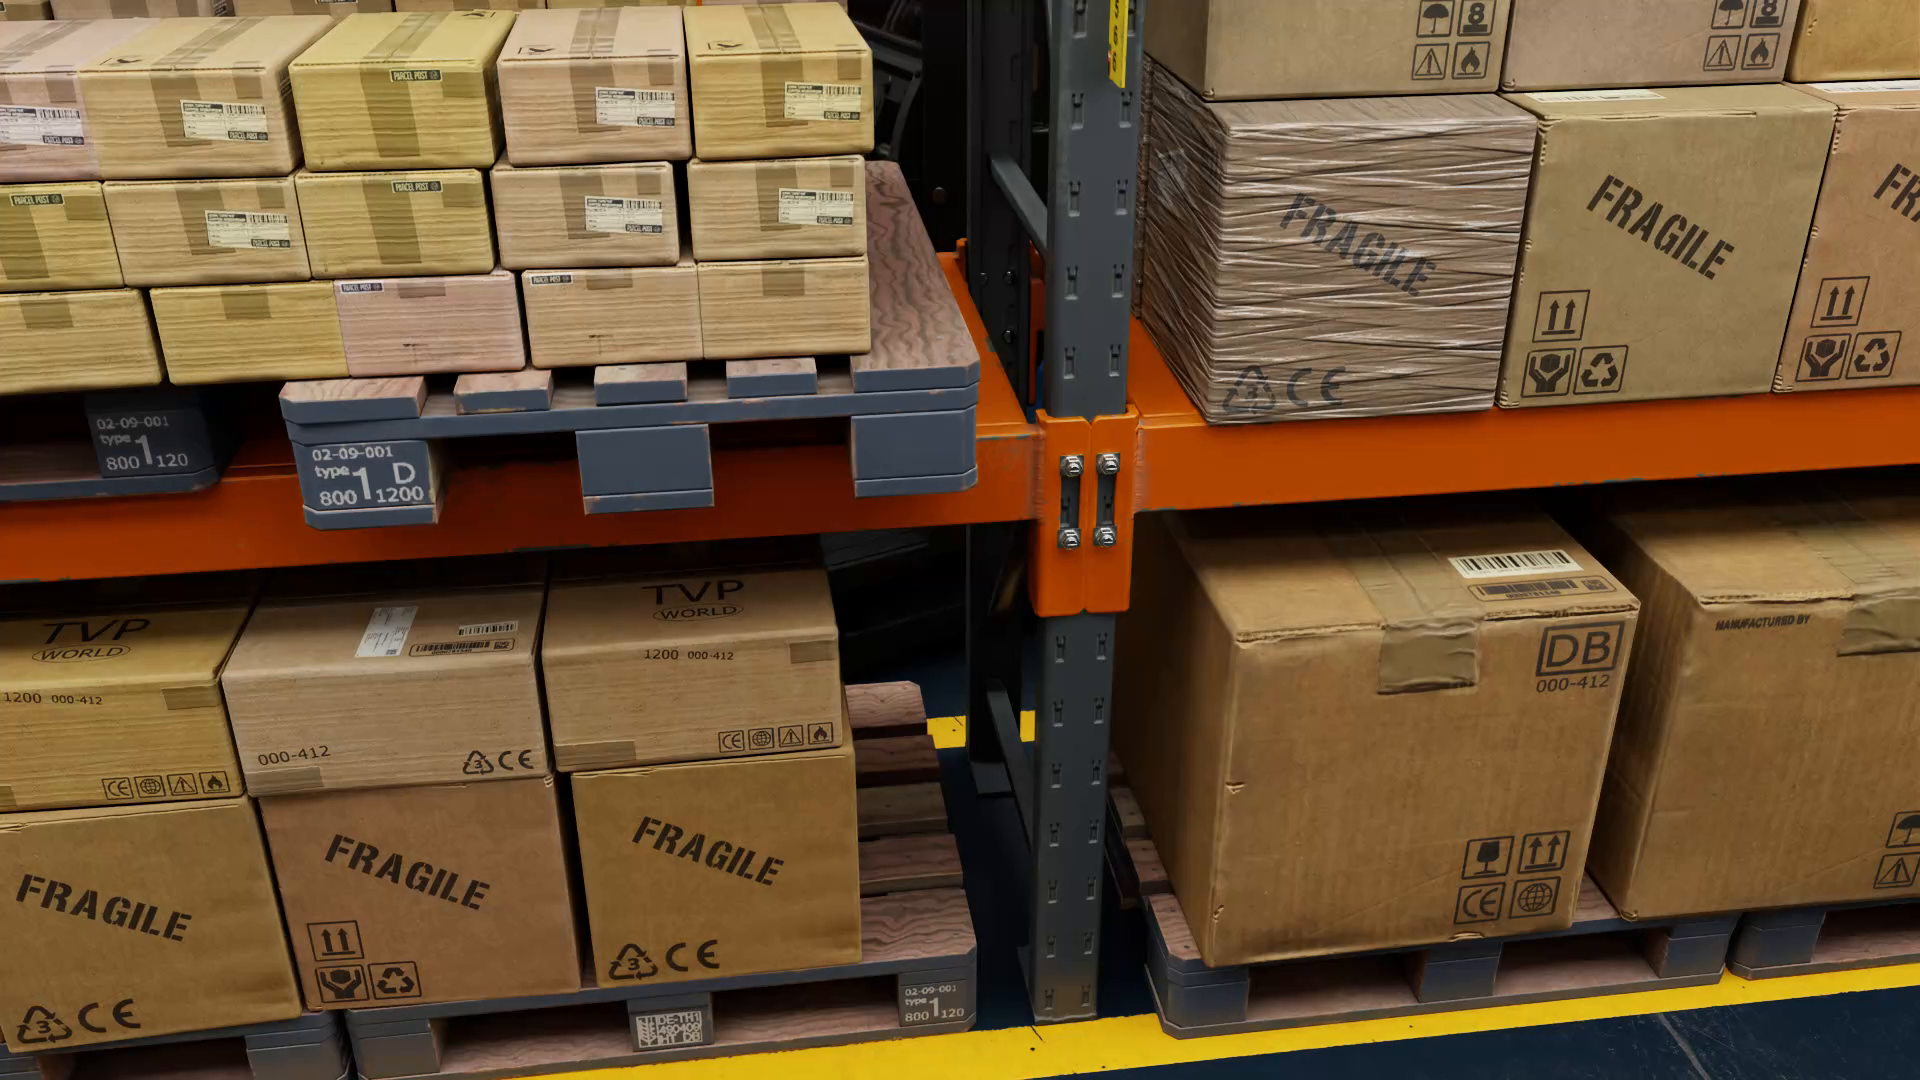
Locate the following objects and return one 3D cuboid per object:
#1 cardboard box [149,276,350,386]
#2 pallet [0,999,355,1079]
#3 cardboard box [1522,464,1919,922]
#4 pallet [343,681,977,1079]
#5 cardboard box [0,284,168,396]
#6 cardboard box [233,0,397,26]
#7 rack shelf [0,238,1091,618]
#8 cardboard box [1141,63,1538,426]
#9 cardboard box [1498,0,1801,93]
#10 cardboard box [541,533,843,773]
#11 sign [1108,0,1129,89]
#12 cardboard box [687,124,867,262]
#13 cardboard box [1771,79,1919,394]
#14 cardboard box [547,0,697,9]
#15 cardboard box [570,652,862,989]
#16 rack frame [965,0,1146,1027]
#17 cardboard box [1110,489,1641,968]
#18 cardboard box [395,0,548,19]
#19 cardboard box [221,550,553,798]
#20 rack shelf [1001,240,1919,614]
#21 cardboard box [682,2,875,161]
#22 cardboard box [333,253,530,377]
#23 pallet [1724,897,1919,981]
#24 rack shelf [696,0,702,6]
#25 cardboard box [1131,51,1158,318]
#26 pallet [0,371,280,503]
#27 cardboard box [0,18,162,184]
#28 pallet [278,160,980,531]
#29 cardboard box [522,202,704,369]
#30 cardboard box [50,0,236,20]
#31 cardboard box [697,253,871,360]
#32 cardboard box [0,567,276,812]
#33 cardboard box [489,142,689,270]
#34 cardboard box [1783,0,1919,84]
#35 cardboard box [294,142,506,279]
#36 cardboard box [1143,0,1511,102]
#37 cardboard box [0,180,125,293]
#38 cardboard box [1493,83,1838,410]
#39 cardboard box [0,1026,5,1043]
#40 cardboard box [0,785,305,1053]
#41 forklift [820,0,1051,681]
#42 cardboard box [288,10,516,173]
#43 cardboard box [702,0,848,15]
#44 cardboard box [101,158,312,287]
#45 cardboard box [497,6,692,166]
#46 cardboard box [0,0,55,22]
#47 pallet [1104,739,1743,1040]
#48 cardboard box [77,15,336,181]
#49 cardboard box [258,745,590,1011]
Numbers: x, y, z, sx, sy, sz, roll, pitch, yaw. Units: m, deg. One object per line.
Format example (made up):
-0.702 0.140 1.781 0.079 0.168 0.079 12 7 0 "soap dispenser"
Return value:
-1.028 -0.376 2.513 0.250 0.149 0.380 -4 27 -8 "cardboard box"
-1.835 0.780 3.499 1.213 0.211 1.003 -4 27 -7 "pallet"
1.625 0.173 3.632 0.750 0.750 1.050 -3 27 -6 "cardboard box"
-0.629 0.703 3.648 1.213 0.211 1.003 -4 27 -7 "pallet"
-1.294 -0.359 2.478 0.250 0.149 0.380 -5 28 -9 "cardboard box"
-1.112 -0.936 2.951 0.250 0.149 0.380 -5 28 -9 "cardboard box"
-1.836 -0.139 3.023 4.000 0.370 1.077 -4 27 -7 "rack shelf"
0.627 -0.537 2.902 0.500 0.500 0.500 -3 27 -7 "cardboard box"
1.091 -1.132 2.966 0.500 0.500 0.700 -4 27 -8 "cardboard box"
-0.496 0.167 3.095 0.500 0.250 0.500 -4 27 -8 "cardboard box"
0.230 -0.821 2.384 0.005 0.325 0.100 -4 27 -7 "sign"
-0.281 -0.556 2.538 0.250 0.149 0.380 -3 27 -6 "cardboard box"
1.629 -0.603 3.029 0.500 0.500 0.500 -4 27 -7 "cardboard box"
-0.606 -0.966 3.010 0.250 0.149 0.380 -4 27 -9 "cardboard box"
-0.471 0.499 3.270 0.500 0.500 0.500 -4 27 -7 "cardboard box"
0.145 -0.586 3.107 0.127 3.000 1.000 -4 27 -7 "rack frame"
0.760 0.230 3.521 0.750 0.750 1.050 -4 27 -8 "cardboard box"
-0.849 -0.952 2.984 0.250 0.149 0.380 -4 27 -7 "cardboard box"
-0.995 0.205 3.022 0.500 0.250 0.500 -3 27 -6 "cardboard box"
2.125 -0.393 3.519 4.000 0.370 1.077 -4 27 -7 "rack shelf"
-0.277 -0.688 2.468 0.250 0.149 0.380 -5 28 -9 "cardboard box"
-0.781 -0.391 2.541 0.250 0.149 0.380 -3 27 -6 "cardboard box"
2.141 0.562 3.923 1.213 0.211 1.003 -4 27 -7 "pallet"
-2.626 -2.370 7.372 4.000 0.370 1.077 -4 27 -7 "rack shelf"
0.553 -0.781 3.376 0.500 0.500 0.500 -4 27 -7 "cardboard box"
-1.810 -0.356 2.869 1.213 0.211 1.003 -4 27 -7 "pallet"
-1.289 -0.625 2.345 0.250 0.149 0.380 -4 27 -7 "cardboard box"
-0.546 -0.407 2.968 1.003 0.211 1.213 -4 27 -7 "pallet"
-0.526 -0.407 2.573 0.250 0.149 0.380 -4 27 -7 "cardboard box"
-1.379 -0.918 2.916 0.250 0.149 0.380 -2 27 -5 "cardboard box"
-0.280 -0.422 2.602 0.250 0.149 0.380 -3 27 -6 "cardboard box"
-1.500 0.230 2.973 0.500 0.250 0.500 -3 27 -6 "cardboard box"
-0.545 -0.539 2.503 0.250 0.149 0.380 -3 27 -5 "cardboard box"
1.599 -1.166 3.032 0.500 0.500 0.700 -4 27 -8 "cardboard box"
-0.805 -0.521 2.468 0.250 0.149 0.380 -3 27 -6 "cardboard box"
0.591 -1.100 2.902 0.500 0.500 0.700 -4 27 -7 "cardboard box"
-1.300 -0.490 2.409 0.250 0.149 0.380 -4 27 -7 "cardboard box"
1.130 -0.571 2.967 0.500 0.500 0.500 -4 27 -8 "cardboard box"
-2.007 0.593 3.087 0.500 0.500 0.500 -3 27 -6 "cardboard box"
-1.507 0.571 3.129 0.500 0.500 0.500 -5 28 -9 "cardboard box"
-0.520 -1.143 4.267 3.031 2.935 1.130 -14 30 -26 "forklift"
-0.785 -0.656 2.406 0.250 0.149 0.380 -3 27 -6 "cardboard box"
-0.344 -0.984 3.045 0.250 0.149 0.380 -4 27 -7 "cardboard box"
-1.053 -0.505 2.438 0.250 0.149 0.380 -4 27 -7 "cardboard box"
-0.526 -0.673 2.439 0.250 0.149 0.380 -4 27 -8 "cardboard box"
-1.641 -0.900 2.881 0.250 0.149 0.380 -3 27 -6 "cardboard box"
0.936 0.638 3.775 1.213 0.211 1.003 -4 27 -7 "pallet"
-1.049 -0.637 2.370 0.250 0.149 0.380 -3 27 -6 "cardboard box"
-0.985 0.530 3.209 0.500 0.500 0.500 -3 27 -5 "cardboard box"
